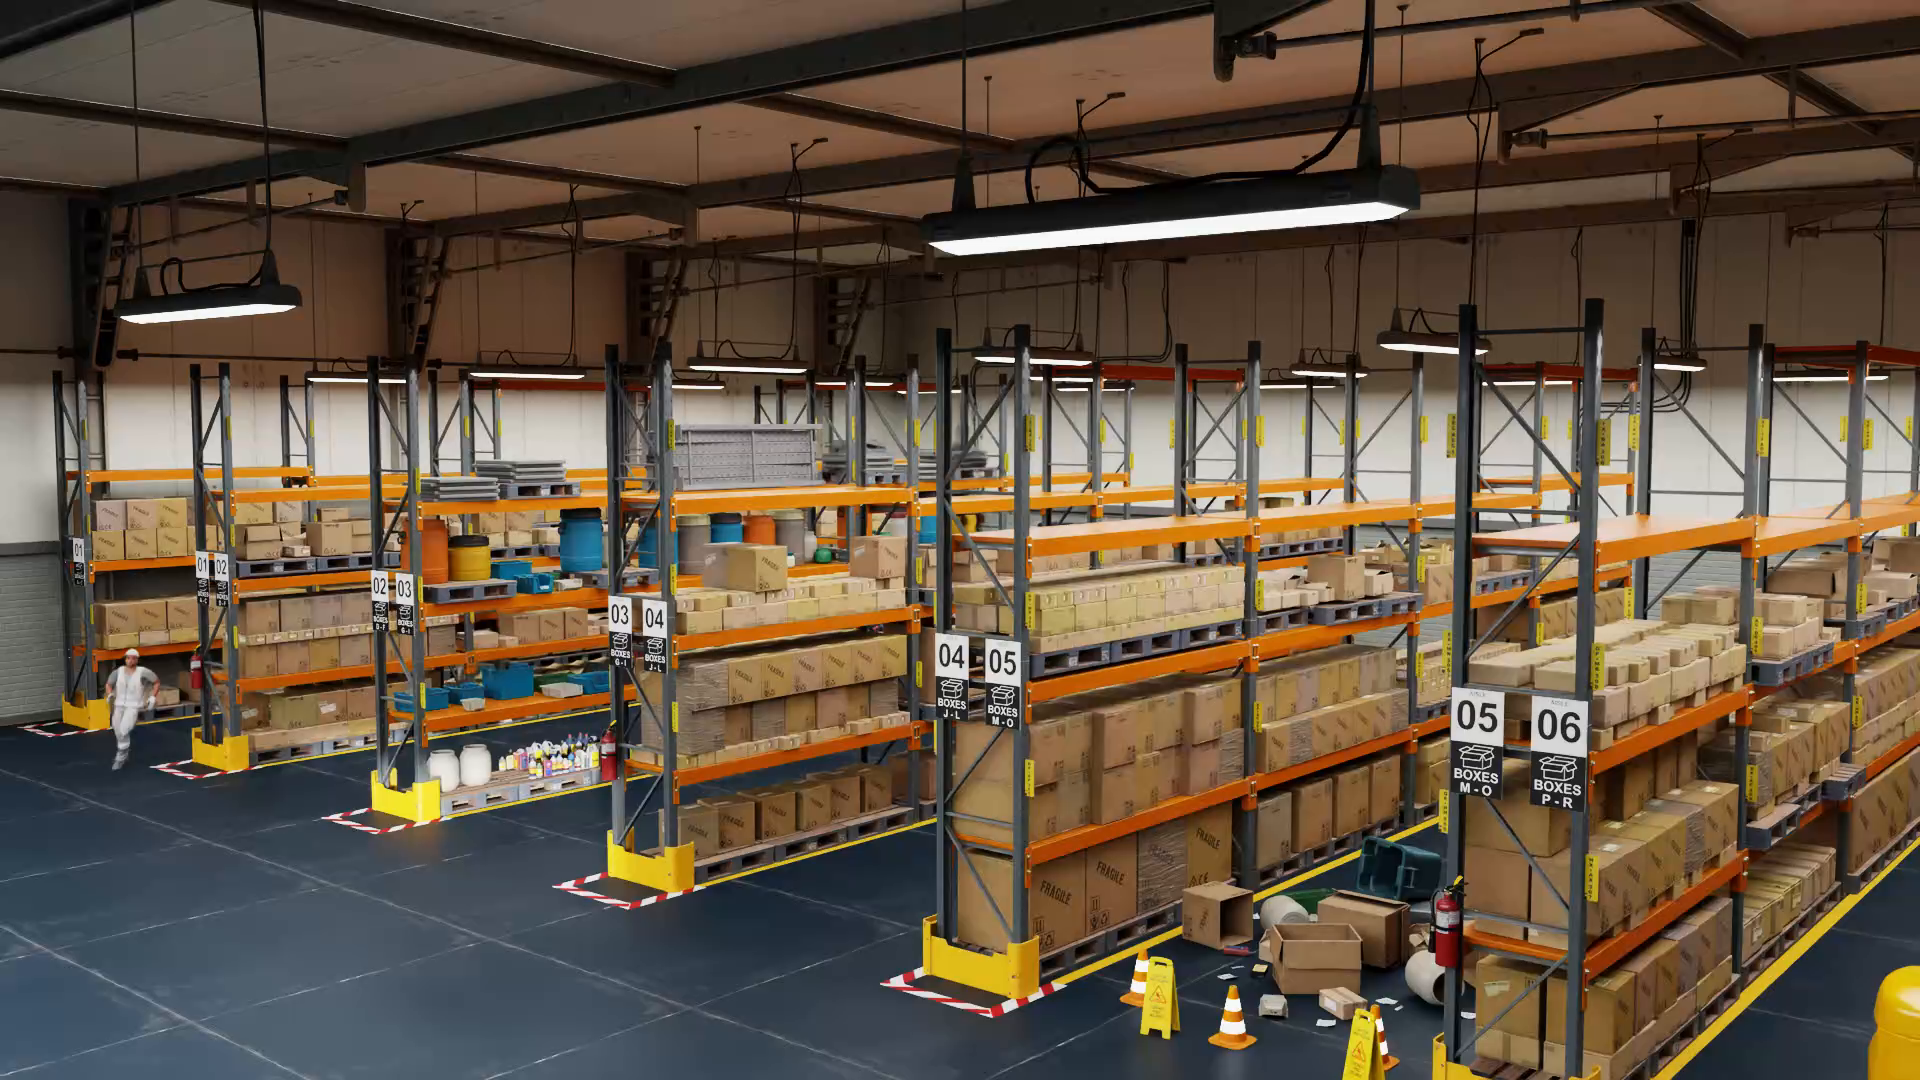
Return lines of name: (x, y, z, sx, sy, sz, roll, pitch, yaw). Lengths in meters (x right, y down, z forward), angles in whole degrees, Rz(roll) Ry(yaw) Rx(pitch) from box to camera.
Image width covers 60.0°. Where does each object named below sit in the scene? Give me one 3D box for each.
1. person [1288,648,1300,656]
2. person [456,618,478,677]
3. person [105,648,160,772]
person: (5.191, 2.482, 25.962, 0.537, 1.569, 0.893, 2, 5, 31)
person: (-8.825, 2.188, 29.958, 0.569, 1.625, 0.724, 3, 5, 37)
person: (-12.342, 2.509, 24.737, 0.717, 1.795, 0.701, 0, 4, 0)
